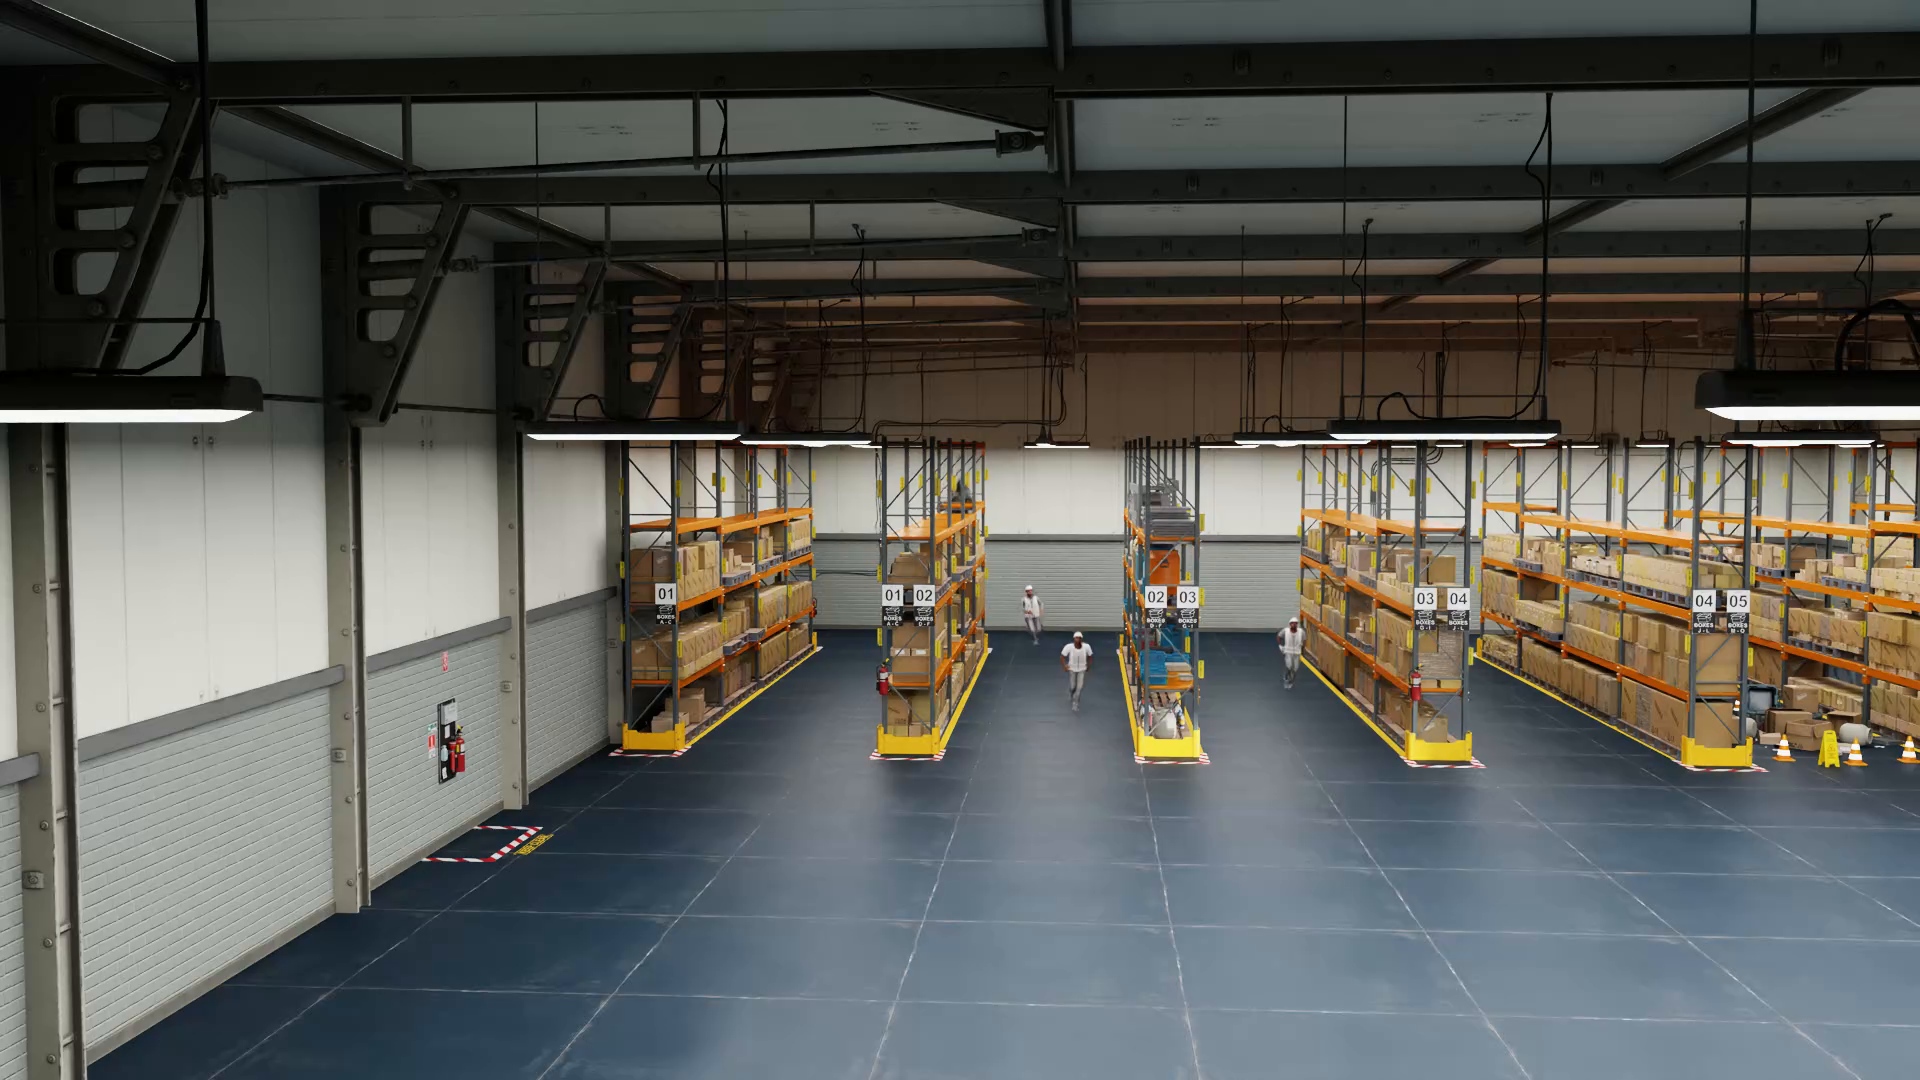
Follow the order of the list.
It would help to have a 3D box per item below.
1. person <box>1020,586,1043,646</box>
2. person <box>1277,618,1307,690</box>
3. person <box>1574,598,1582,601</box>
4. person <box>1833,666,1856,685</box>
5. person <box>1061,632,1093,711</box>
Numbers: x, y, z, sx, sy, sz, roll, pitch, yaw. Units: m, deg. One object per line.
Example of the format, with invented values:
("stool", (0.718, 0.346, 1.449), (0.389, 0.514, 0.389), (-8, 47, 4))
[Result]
("person", (2.017, 2.138, 46.591), (0.690, 1.714, 0.497), (0, 3, -6))
("person", (7.941, 2.712, 39.678), (0.672, 1.737, 0.701), (0, 3, -2))
("person", (16.476, 2.458, 44.439), (0.674, 1.821, 0.673), (0, 3, 4))
("person", (21.136, 2.711, 39.687), (0.677, 1.823, 0.737), (0, 3, 0))
("person", (2.604, 2.893, 36.946), (0.723, 1.730, 0.650), (0, 3, -3))
